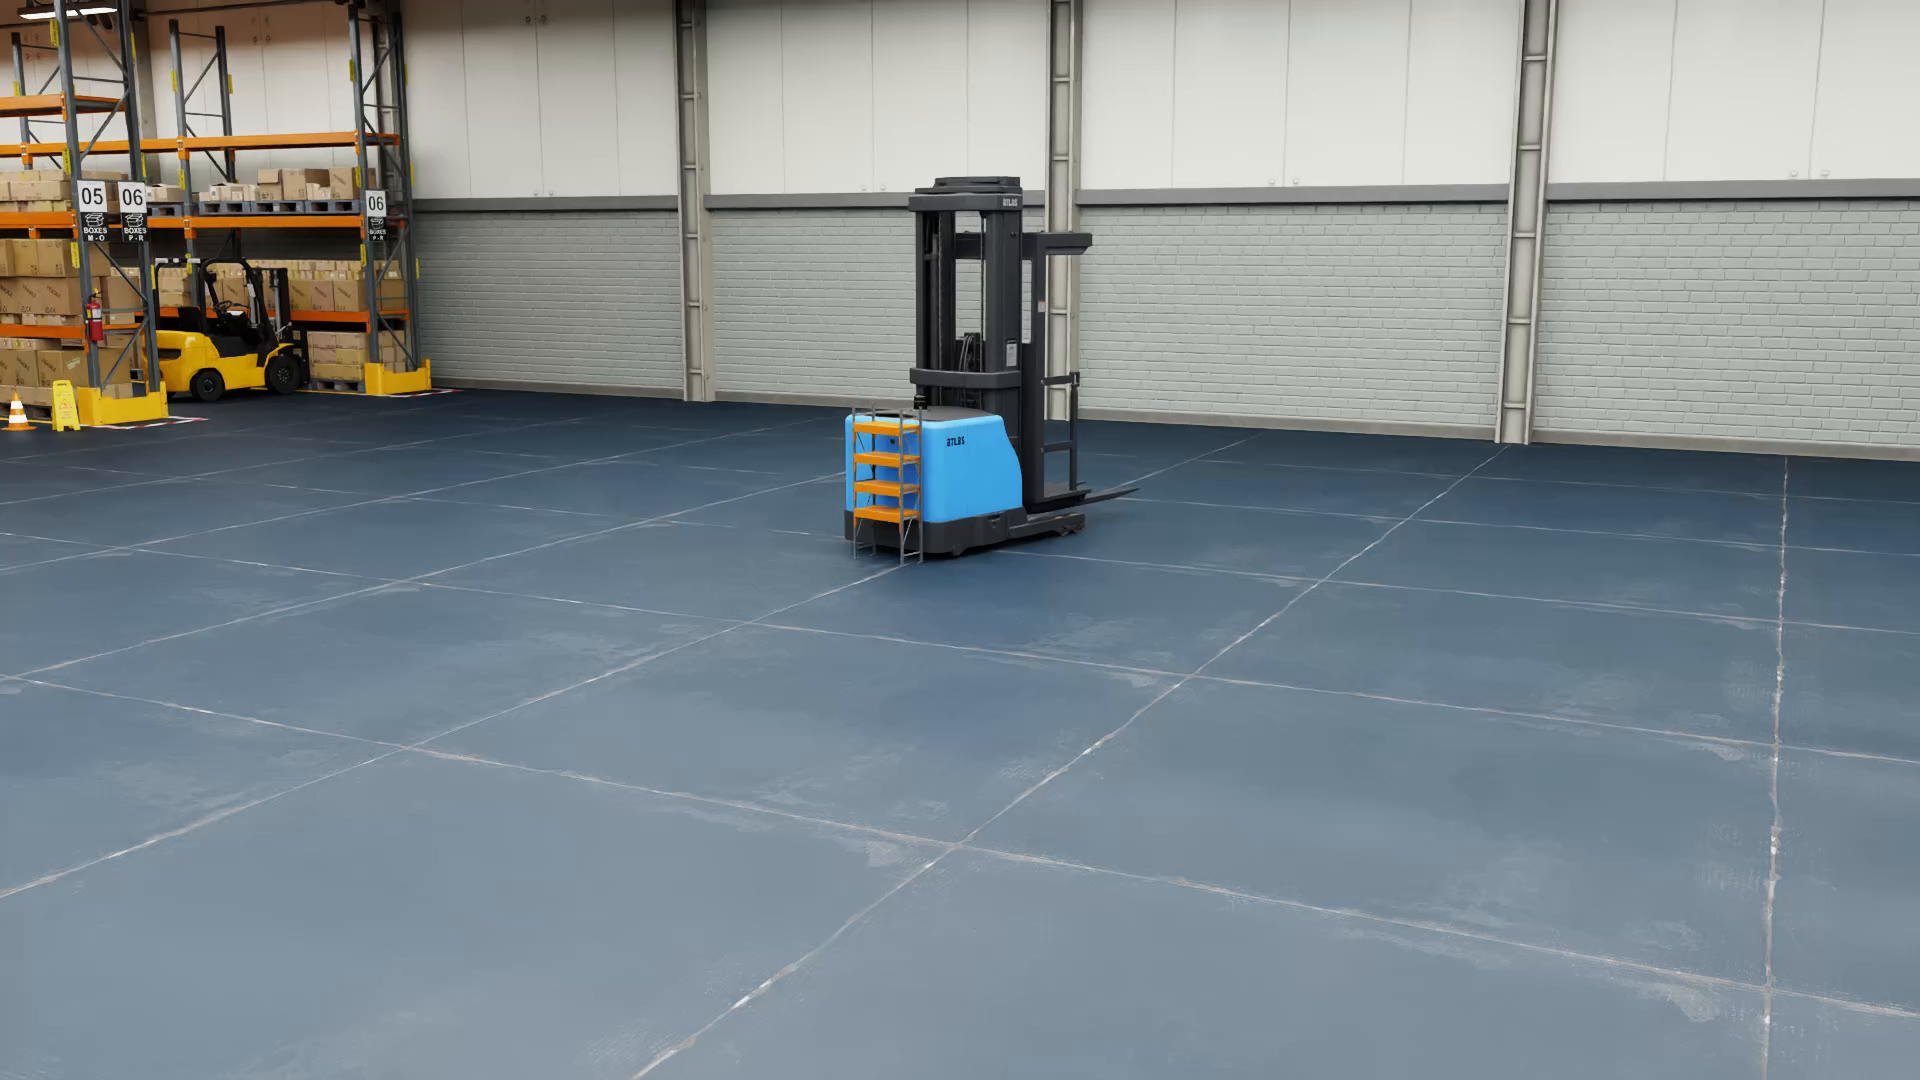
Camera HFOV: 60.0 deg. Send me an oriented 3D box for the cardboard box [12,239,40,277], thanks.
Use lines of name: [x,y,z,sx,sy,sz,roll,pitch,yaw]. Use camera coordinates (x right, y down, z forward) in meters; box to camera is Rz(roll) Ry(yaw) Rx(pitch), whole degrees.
cardboard box: [-12.348,-3.832,22.558,0.500,0.500,0.700,5,11,26]

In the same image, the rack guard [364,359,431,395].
rack guard: [-9.129,-2.659,27.020,0.348,0.500,1.175,5,11,26]

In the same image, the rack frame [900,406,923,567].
rack frame: [-0.368,-0.403,12.590,0.015,1.200,0.240,8,13,39]

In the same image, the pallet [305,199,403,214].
pallet: [-9.773,-5.384,26.879,1.213,0.211,1.003,5,11,26]

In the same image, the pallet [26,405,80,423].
pallet: [-12.124,-1.802,23.092,1.213,0.211,1.003,5,11,26]

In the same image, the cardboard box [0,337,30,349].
cardboard box: [-12.995,-2.721,22.956,0.250,0.149,0.380,6,12,28]

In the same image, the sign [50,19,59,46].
sign: [-11.607,-6.501,21.313,0.005,0.325,0.100,5,11,26]

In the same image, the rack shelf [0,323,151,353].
rack shelf: [-13.137,-2.902,23.361,4.000,0.370,1.077,5,11,26]

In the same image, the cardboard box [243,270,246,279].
cardboard box: [-11.666,-4.419,27.623,0.250,0.149,0.380,5,11,25]

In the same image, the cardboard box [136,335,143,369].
cardboard box: [-13.903,-3.346,29.285,0.625,0.625,0.875,5,11,25]

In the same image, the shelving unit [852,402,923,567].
shelving unit: [-0.555,-0.431,12.744,0.503,1.200,0.258,8,13,39]

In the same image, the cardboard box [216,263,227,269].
cardboard box: [-12.300,-4.645,28.037,0.250,0.149,0.380,5,11,27]

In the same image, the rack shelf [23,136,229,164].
rack shelf: [-14.531,-6.765,28.985,4.000,0.370,1.077,5,11,26]

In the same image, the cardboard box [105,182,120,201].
cardboard box: [-11.676,-4.729,22.599,0.500,0.250,0.500,5,11,25]

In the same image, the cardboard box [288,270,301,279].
cardboard box: [-10.746,-4.339,27.181,0.250,0.149,0.380,5,11,26]

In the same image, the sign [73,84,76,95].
sign: [-16.082,-8.100,30.150,0.005,0.325,0.100,5,11,26]

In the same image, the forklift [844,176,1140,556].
forklift: [0.405,-1.528,13.942,1.130,2.935,3.031,9,13,39]

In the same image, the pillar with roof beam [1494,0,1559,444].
pillar with roof beam: [4.862,-4.936,15.736,0.400,9.000,9.100,5,11,26]

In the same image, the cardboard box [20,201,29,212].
cardboard box: [-12.445,-4.505,22.484,0.250,0.149,0.380,5,11,26]

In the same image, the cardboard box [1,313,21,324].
cardboard box: [-12.951,-3.059,22.917,0.250,0.149,0.380,5,11,25]

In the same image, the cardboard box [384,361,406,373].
cardboard box: [-9.504,-2.815,27.401,0.500,0.250,0.500,5,11,26]

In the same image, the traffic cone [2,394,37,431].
traffic cone: [-12.299,-1.678,21.700,0.334,0.463,0.336,5,11,26]

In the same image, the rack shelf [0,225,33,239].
rack shelf: [-18.118,-5.801,30.958,4.000,0.370,1.077,5,11,26]

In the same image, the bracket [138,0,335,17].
bracket: [-12.215,-8.992,28.040,4.783,0.066,0.076,5,11,26]

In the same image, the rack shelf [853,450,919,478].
rack shelf: [-0.555,-0.585,12.717,0.480,0.148,0.258,8,13,39]

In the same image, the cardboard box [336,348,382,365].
cardboard box: [-9.725,-2.979,26.906,0.500,0.250,0.500,5,11,25]

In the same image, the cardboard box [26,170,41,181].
cardboard box: [-12.228,-4.866,22.238,0.250,0.149,0.380,5,11,25]

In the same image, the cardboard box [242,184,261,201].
cardboard box: [-11.541,-5.707,27.333,0.258,0.266,0.396,5,11,24]

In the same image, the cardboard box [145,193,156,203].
cardboard box: [-13.858,-5.853,28.469,0.250,0.149,0.380,5,11,26]

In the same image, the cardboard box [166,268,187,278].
cardboard box: [-13.381,-4.584,28.532,0.250,0.149,0.380,5,11,25]

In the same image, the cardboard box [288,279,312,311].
cardboard box: [-10.628,-4.020,27.238,0.500,0.500,0.500,5,11,25]

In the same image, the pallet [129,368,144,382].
pallet: [-14.513,-2.982,29.614,1.213,0.211,1.003,5,11,26]

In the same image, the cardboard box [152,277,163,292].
cardboard box: [-13.755,-4.416,28.724,0.500,0.250,0.500,5,11,24]

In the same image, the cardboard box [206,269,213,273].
cardboard box: [-12.568,-4.508,28.112,0.250,0.149,0.380,5,11,25]

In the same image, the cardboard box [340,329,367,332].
cardboard box: [-9.947,-3.344,27.517,0.500,0.250,0.500,5,11,26]

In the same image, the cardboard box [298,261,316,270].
cardboard box: [-10.519,-4.466,27.044,0.250,0.149,0.380,5,12,27]

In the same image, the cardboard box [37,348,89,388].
cardboard box: [-12.177,-2.342,22.685,0.500,0.500,0.500,5,11,26]

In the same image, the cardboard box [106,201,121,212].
cardboard box: [-11.497,-4.529,22.612,0.250,0.149,0.380,5,11,26]

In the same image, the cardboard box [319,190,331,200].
cardboard box: [-10.028,-5.516,26.609,0.250,0.149,0.380,5,11,24]

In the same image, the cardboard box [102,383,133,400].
cardboard box: [-11.944,-2.059,23.228,0.500,0.250,0.500,5,11,25]

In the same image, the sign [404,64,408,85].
sign: [-8.899,-7.469,26.663,0.005,0.325,0.100,5,11,26]

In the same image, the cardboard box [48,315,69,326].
cardboard box: [-12.049,-2.972,22.434,0.250,0.149,0.380,5,11,25]

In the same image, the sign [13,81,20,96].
sign: [-16.556,-7.885,29.183,0.005,0.325,0.100,5,11,26]

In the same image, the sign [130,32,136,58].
sign: [-11.103,-6.635,22.280,0.005,0.325,0.100,5,11,26]

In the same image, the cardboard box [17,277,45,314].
cardboard box: [-12.399,-3.333,22.606,0.500,0.500,0.500,5,11,26]

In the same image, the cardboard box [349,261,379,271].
cardboard box: [-9.565,-4.400,26.684,0.250,0.149,0.380,5,11,26]

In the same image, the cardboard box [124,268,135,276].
cardboard box: [-14.301,-4.662,28.965,0.250,0.149,0.380,5,11,26]

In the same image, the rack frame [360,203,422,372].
rack frame: [-9.150,-3.891,26.807,0.127,3.000,1.000,5,11,26]

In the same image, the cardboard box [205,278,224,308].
cardboard box: [-12.455,-4.179,28.117,0.500,0.500,0.500,5,11,24]

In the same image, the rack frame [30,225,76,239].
rack frame: [-16.324,-4.522,30.291,0.127,3.000,1.000,5,11,26]

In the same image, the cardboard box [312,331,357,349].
cardboard box: [-10.162,-3.263,27.068,0.500,0.250,0.500,5,12,27]

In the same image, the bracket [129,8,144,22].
bracket: [-14.541,-9.197,29.170,0.430,0.232,0.235,5,11,26]

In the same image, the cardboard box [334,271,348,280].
cardboard box: [-9.827,-4.258,26.730,0.250,0.149,0.380,5,12,27]

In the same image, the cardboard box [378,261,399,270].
cardboard box: [-9.357,-4.466,27.049,0.250,0.149,0.380,5,11,25]

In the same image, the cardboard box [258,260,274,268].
cardboard box: [-11.392,-4.560,27.564,0.250,0.149,0.380,5,11,26]
